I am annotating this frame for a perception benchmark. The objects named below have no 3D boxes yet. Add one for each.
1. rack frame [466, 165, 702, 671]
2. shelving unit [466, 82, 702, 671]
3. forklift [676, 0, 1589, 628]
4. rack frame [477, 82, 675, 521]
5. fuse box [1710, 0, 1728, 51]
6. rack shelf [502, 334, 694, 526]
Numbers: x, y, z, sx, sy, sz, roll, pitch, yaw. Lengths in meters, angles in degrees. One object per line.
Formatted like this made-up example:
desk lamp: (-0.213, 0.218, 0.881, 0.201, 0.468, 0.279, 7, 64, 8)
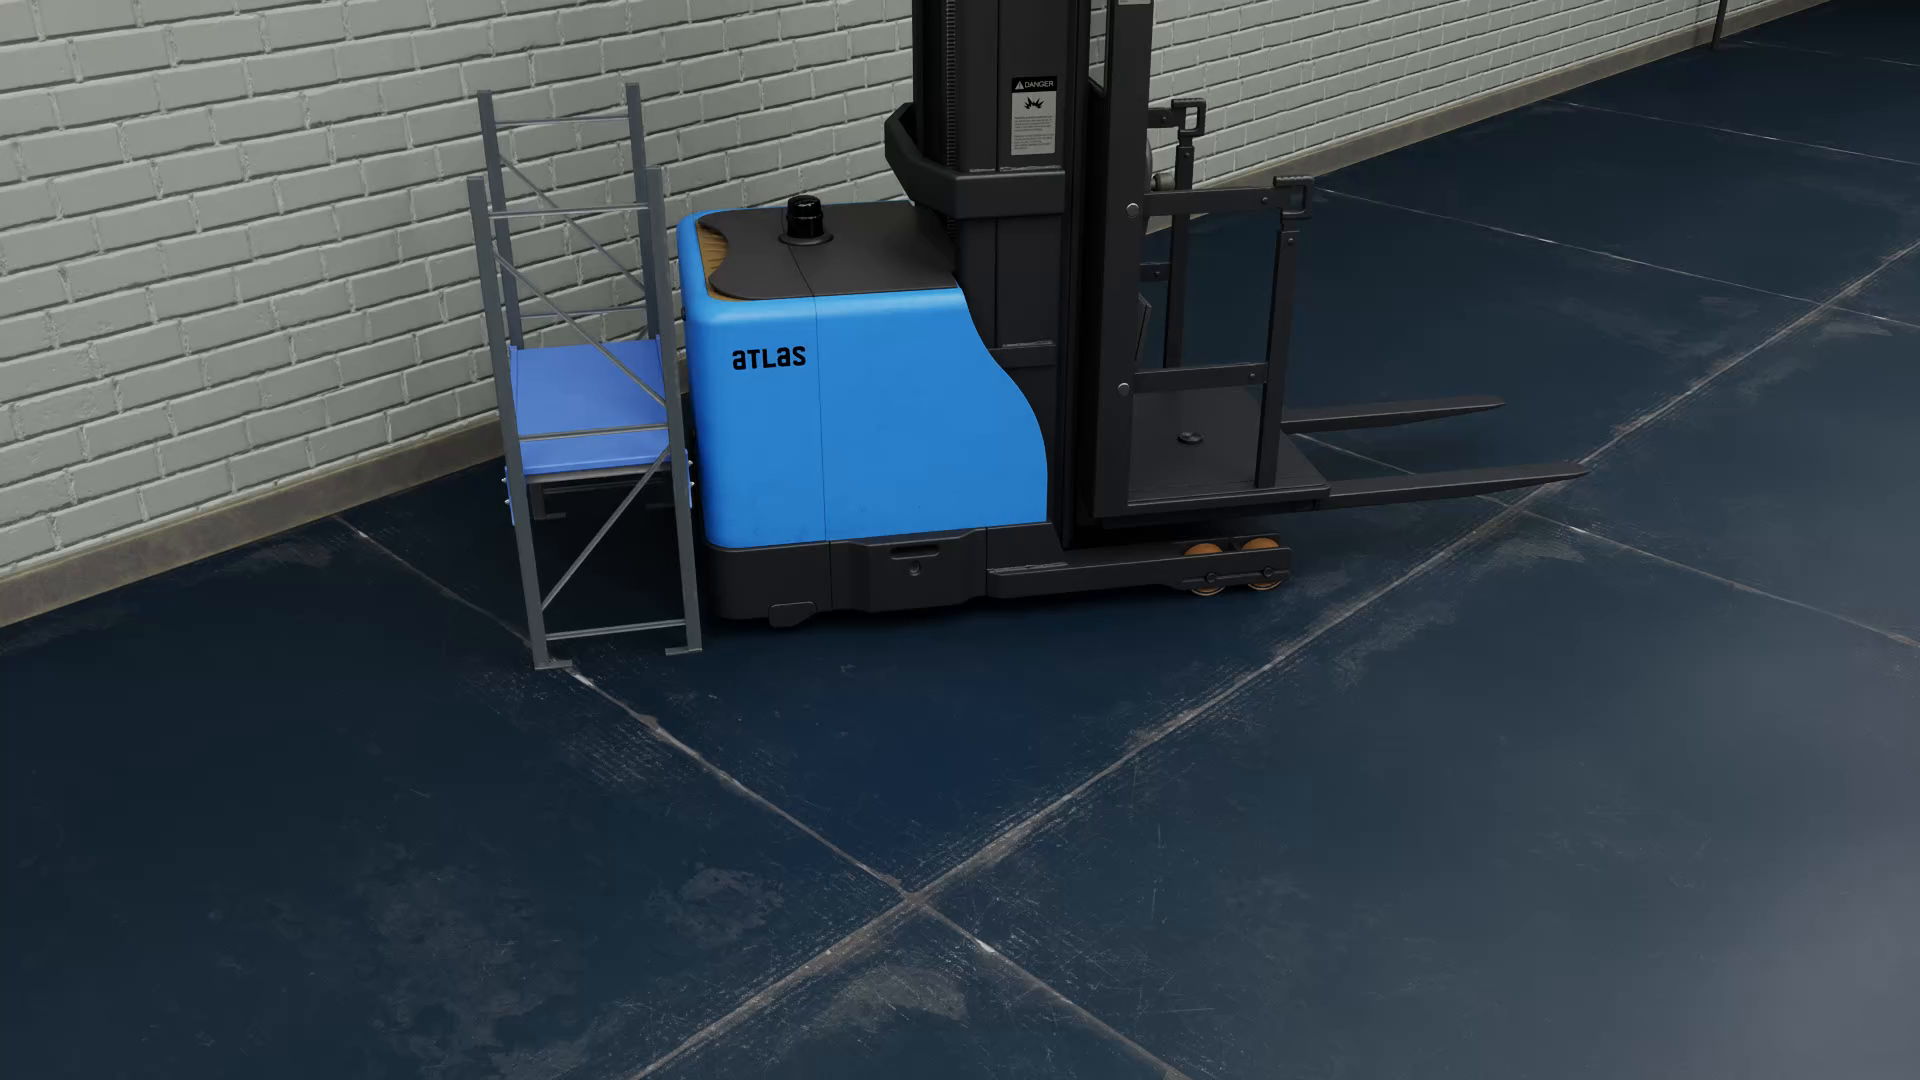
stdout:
rack frame: (-1.037, -0.302, 4.713, 0.500, 1.500, 0.032, -6, 28, -11)
shelving unit: (-1.151, -0.532, 5.151, 0.538, 1.500, 1.048, -6, 28, -11)
forklift: (0.617, -1.353, 5.174, 3.031, 2.935, 1.130, -5, 28, -10)
rack frame: (-1.265, -0.763, 5.590, 0.500, 1.500, 0.032, -6, 28, -11)
fuse box: (5.972, -4.616, 12.690, 0.414, 1.711, 0.539, 25, 36, 38)
rack shelf: (-1.151, -0.373, 5.235, 0.538, 0.185, 1.000, -6, 28, -11)
